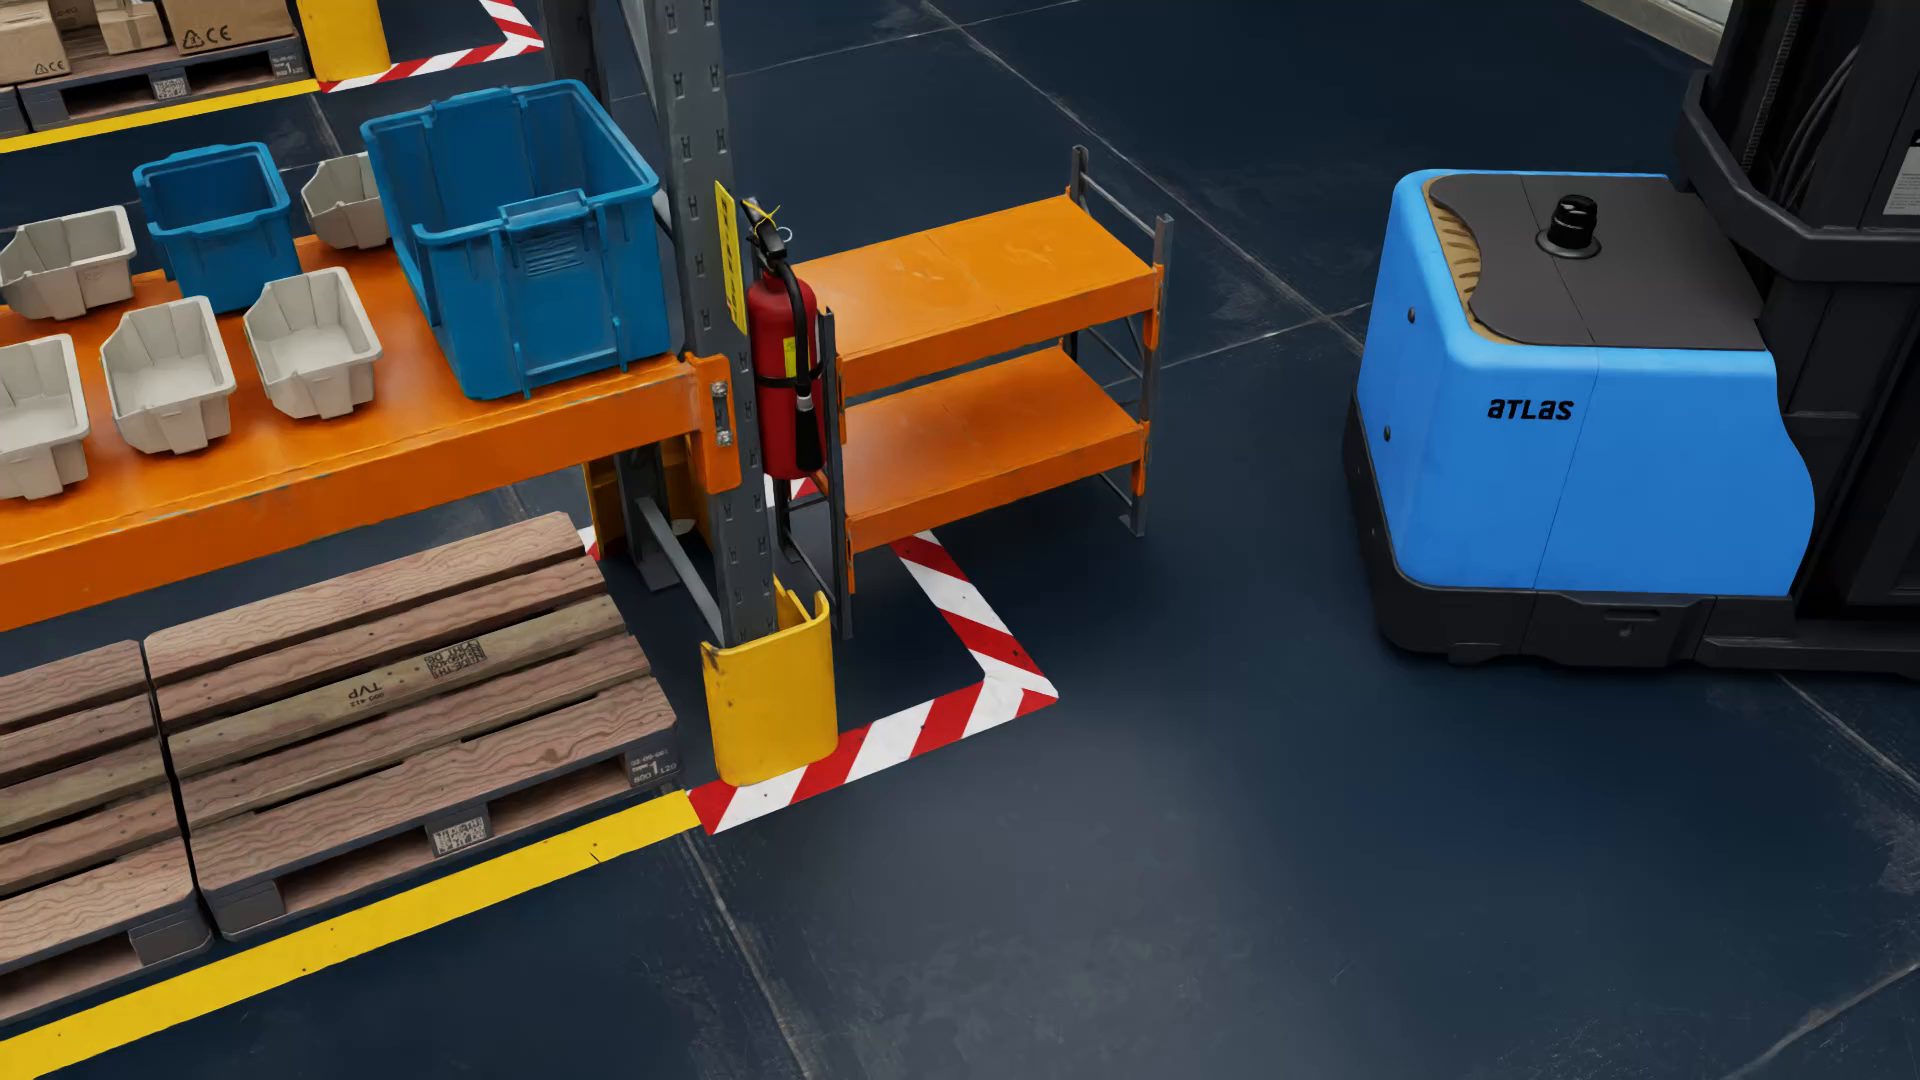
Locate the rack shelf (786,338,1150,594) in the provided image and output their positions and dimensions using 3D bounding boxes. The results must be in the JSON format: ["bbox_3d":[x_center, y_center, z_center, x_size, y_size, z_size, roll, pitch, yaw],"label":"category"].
[{"bbox_3d":[0.006,-0.245,5.047,1.000,0.278,0.538,-19,44,-21],"label":"rack shelf"}]

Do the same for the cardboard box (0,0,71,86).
[{"bbox_3d":[-4.260,-2.226,7.346,0.500,0.250,0.500,-19,44,-21],"label":"cardboard box"}]

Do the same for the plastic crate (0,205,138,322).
[{"bbox_3d":[-2.045,-0.624,3.824,0.298,0.136,0.250,-19,44,-21],"label":"plastic crate"}]

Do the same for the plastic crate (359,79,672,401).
[{"bbox_3d":[-0.961,-0.667,3.643,0.499,0.435,0.616,-19,44,-21],"label":"plastic crate"}]

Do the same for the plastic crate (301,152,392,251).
[{"bbox_3d":[-1.444,-0.827,4.063,0.298,0.136,0.250,-19,44,-21],"label":"plastic crate"}]

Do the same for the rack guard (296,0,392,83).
[{"bbox_3d":[-3.102,-2.701,8.054,0.348,0.500,1.175,-19,44,-21],"label":"rack guard"}]

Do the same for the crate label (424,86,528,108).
[{"bbox_3d":[-1.121,-0.912,4.089,0.303,0.233,0.416,-19,44,-21],"label":"crate label"}]

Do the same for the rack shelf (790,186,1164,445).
[{"bbox_3d":[0.006,-0.655,4.700,1.000,0.278,0.538,-19,44,-21],"label":"rack shelf"}]

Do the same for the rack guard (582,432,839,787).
[{"bbox_3d":[-0.735,0.102,4.743,0.348,0.500,1.175,-19,44,-21],"label":"rack guard"}]

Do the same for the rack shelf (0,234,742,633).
[{"bbox_3d":[-2.524,0.034,3.445,4.000,0.370,1.077,-19,44,-21],"label":"rack shelf"}]

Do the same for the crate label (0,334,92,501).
[{"bbox_3d":[-1.889,-0.238,3.367,0.243,0.136,0.396,-19,44,-21],"label":"crate label"}]

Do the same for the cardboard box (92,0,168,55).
[{"bbox_3d":[-3.804,-2.391,7.606,0.250,0.166,0.380,-19,44,-21],"label":"cardboard box"}]

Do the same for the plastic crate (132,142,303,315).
[{"bbox_3d":[-1.705,-0.715,3.857,0.300,0.233,0.416,-19,44,-21],"label":"plastic crate"}]

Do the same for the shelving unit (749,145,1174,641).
[{"bbox_3d":[0.006,-0.431,4.889,1.048,1.125,0.538,-19,44,-21],"label":"shelving unit"}]

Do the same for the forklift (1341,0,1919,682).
[{"bbox_3d":[2.753,-1.042,4.213,3.031,2.935,1.130,2,40,2],"label":"forklift"}]

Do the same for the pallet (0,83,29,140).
[{"bbox_3d":[-4.889,-1.990,7.438,1.213,0.211,1.003,-19,44,-21],"label":"pallet"}]

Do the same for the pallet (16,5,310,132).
[{"bbox_3d":[-3.809,-2.352,7.865,1.213,0.211,1.003,-19,44,-21],"label":"pallet"}]

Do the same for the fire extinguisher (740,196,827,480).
[{"bbox_3d":[-0.406,-0.451,3.809,0.183,0.674,0.296,-19,44,-21],"label":"fire extinguisher"}]

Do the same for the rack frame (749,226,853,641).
[{"bbox_3d":[-0.445,-0.280,4.710,0.032,1.125,0.500,-19,44,-21],"label":"rack frame"}]

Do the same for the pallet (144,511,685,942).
[{"bbox_3d":[-1.499,0.450,4.555,1.213,0.211,1.003,-19,44,-21],"label":"pallet"}]

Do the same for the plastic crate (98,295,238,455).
[{"bbox_3d":[-1.653,-0.335,3.482,0.243,0.136,0.396,-19,44,-21],"label":"plastic crate"}]

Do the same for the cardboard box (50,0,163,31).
[{"bbox_3d":[-4.091,-2.647,7.843,0.500,0.250,0.500,-19,44,-21],"label":"cardboard box"}]

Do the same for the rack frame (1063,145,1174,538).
[{"bbox_3d":[0.457,-0.583,5.068,0.032,1.125,0.500,-19,44,-21],"label":"rack frame"}]

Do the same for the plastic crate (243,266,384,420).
[{"bbox_3d":[-1.390,-0.413,3.574,0.243,0.136,0.396,-19,44,-21],"label":"plastic crate"}]

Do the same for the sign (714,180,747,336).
[{"bbox_3d":[-0.481,-0.590,3.499,0.005,0.325,0.100,-19,44,-21],"label":"sign"}]

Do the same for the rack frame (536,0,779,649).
[{"bbox_3d":[-0.750,-0.838,3.918,0.127,3.000,1.000,-19,44,-21],"label":"rack frame"}]

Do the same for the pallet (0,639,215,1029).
[{"bbox_3d":[-2.580,0.812,4.128,1.213,0.211,1.003,-19,44,-21],"label":"pallet"}]

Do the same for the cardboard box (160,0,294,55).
[{"bbox_3d":[-3.403,-2.588,7.580,0.500,0.500,0.500,-19,44,-21],"label":"cardboard box"}]
